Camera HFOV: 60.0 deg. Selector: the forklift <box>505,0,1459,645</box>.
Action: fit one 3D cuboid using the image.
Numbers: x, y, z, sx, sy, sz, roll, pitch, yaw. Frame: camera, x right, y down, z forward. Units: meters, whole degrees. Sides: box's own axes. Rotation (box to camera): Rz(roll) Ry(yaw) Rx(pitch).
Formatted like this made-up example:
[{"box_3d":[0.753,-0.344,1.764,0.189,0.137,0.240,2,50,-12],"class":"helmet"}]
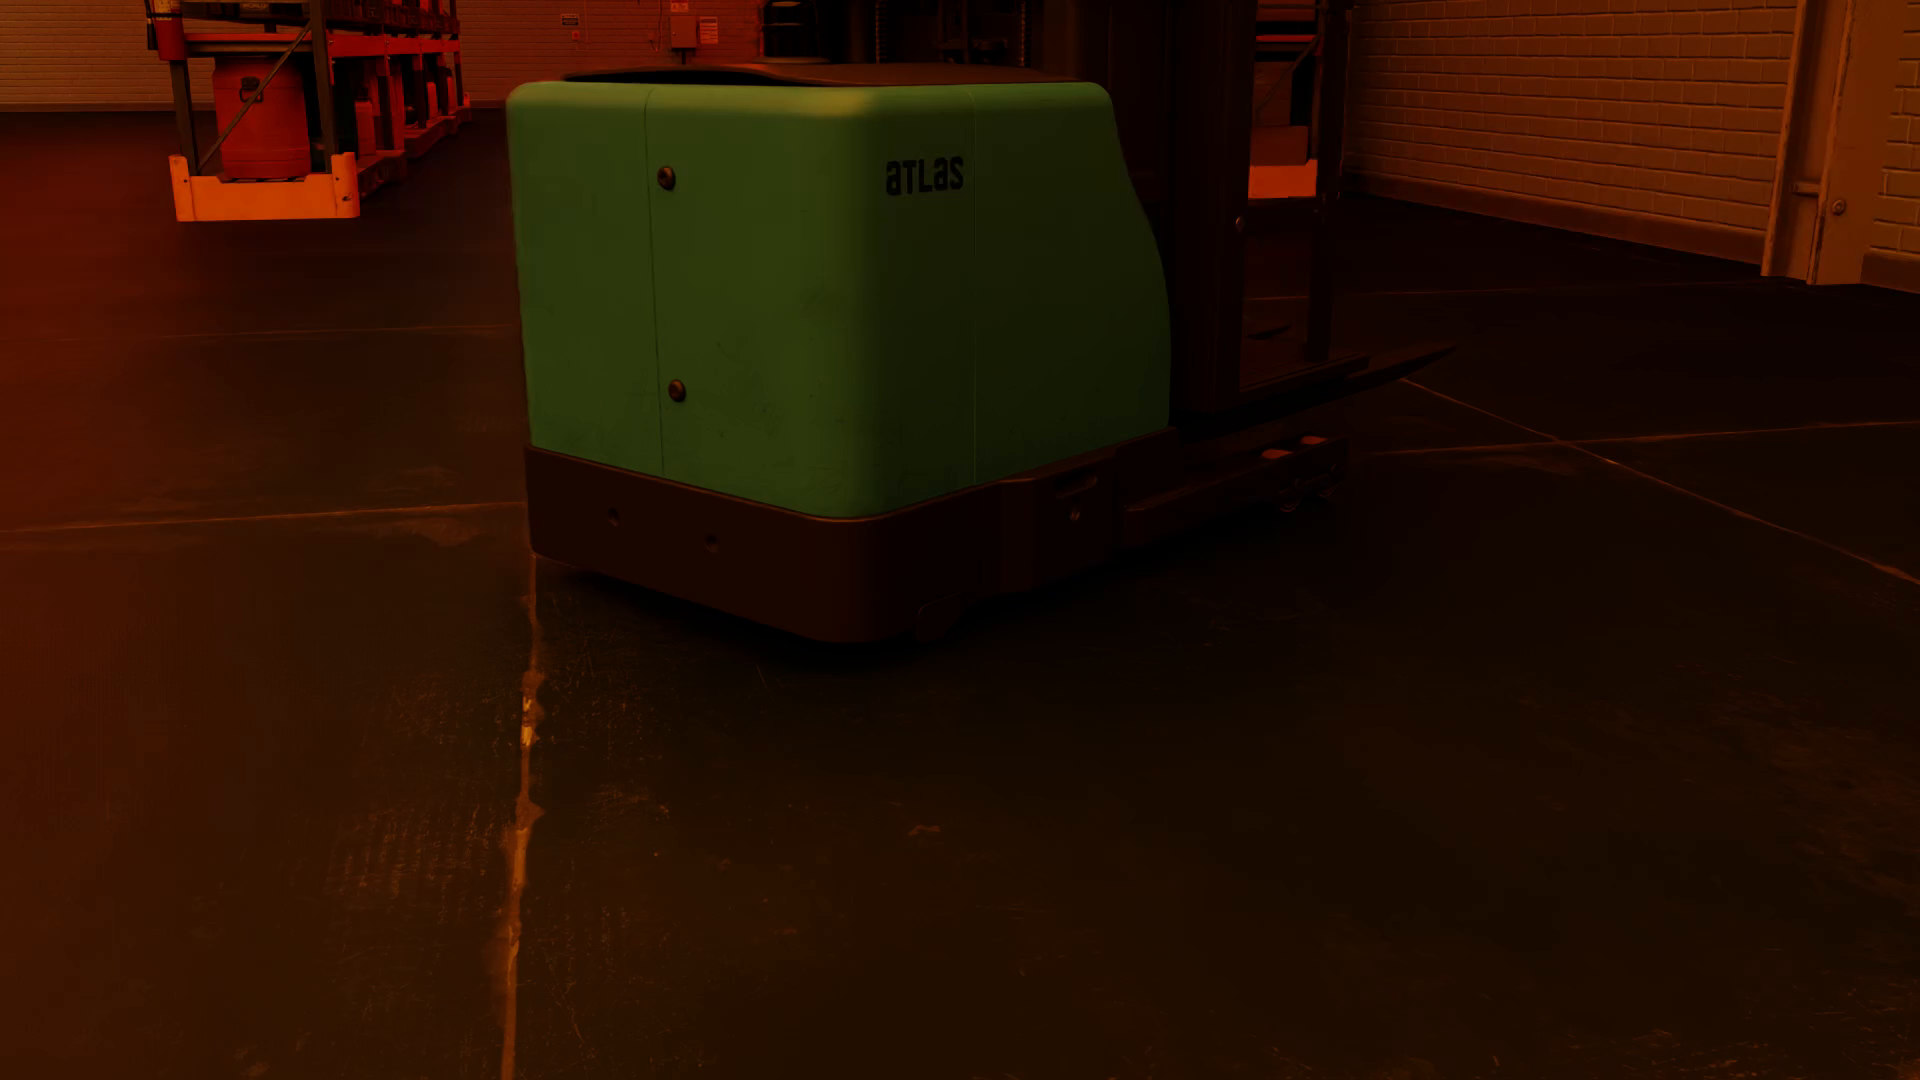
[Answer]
[{"box_3d":[0.376,-1.555,4.102,1.130,2.935,3.031,13,21,38],"class":"forklift"}]
